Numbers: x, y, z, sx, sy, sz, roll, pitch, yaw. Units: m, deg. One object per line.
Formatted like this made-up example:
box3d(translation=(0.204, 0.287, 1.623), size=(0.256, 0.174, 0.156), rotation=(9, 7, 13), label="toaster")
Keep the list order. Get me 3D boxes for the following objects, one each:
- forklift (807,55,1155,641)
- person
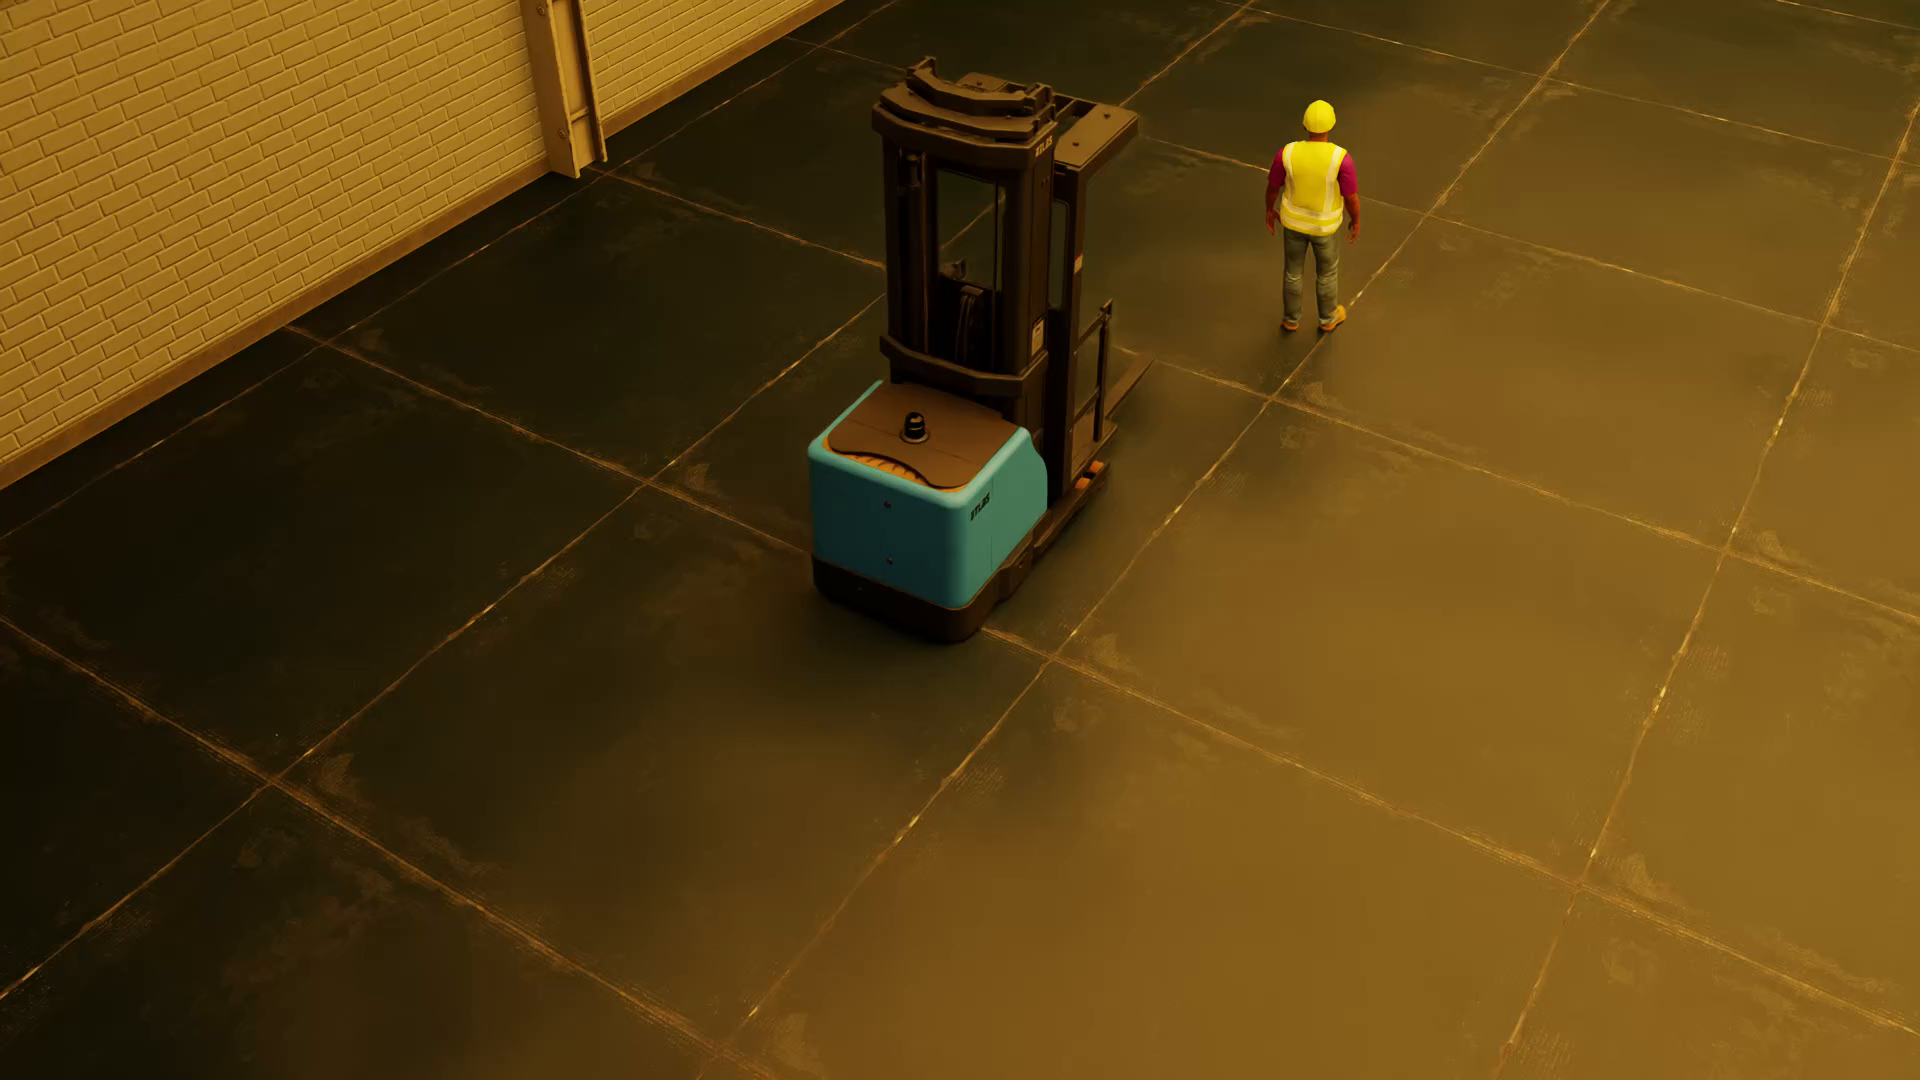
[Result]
box3d(translation=(0.301, -1.483, 9.717), size=(1.130, 2.935, 3.031), rotation=(20, 44, 22), label="forklift")
box3d(translation=(2.450, -2.246, 11.514), size=(0.665, 1.762, 0.565), rotation=(16, 43, 18), label="person")
